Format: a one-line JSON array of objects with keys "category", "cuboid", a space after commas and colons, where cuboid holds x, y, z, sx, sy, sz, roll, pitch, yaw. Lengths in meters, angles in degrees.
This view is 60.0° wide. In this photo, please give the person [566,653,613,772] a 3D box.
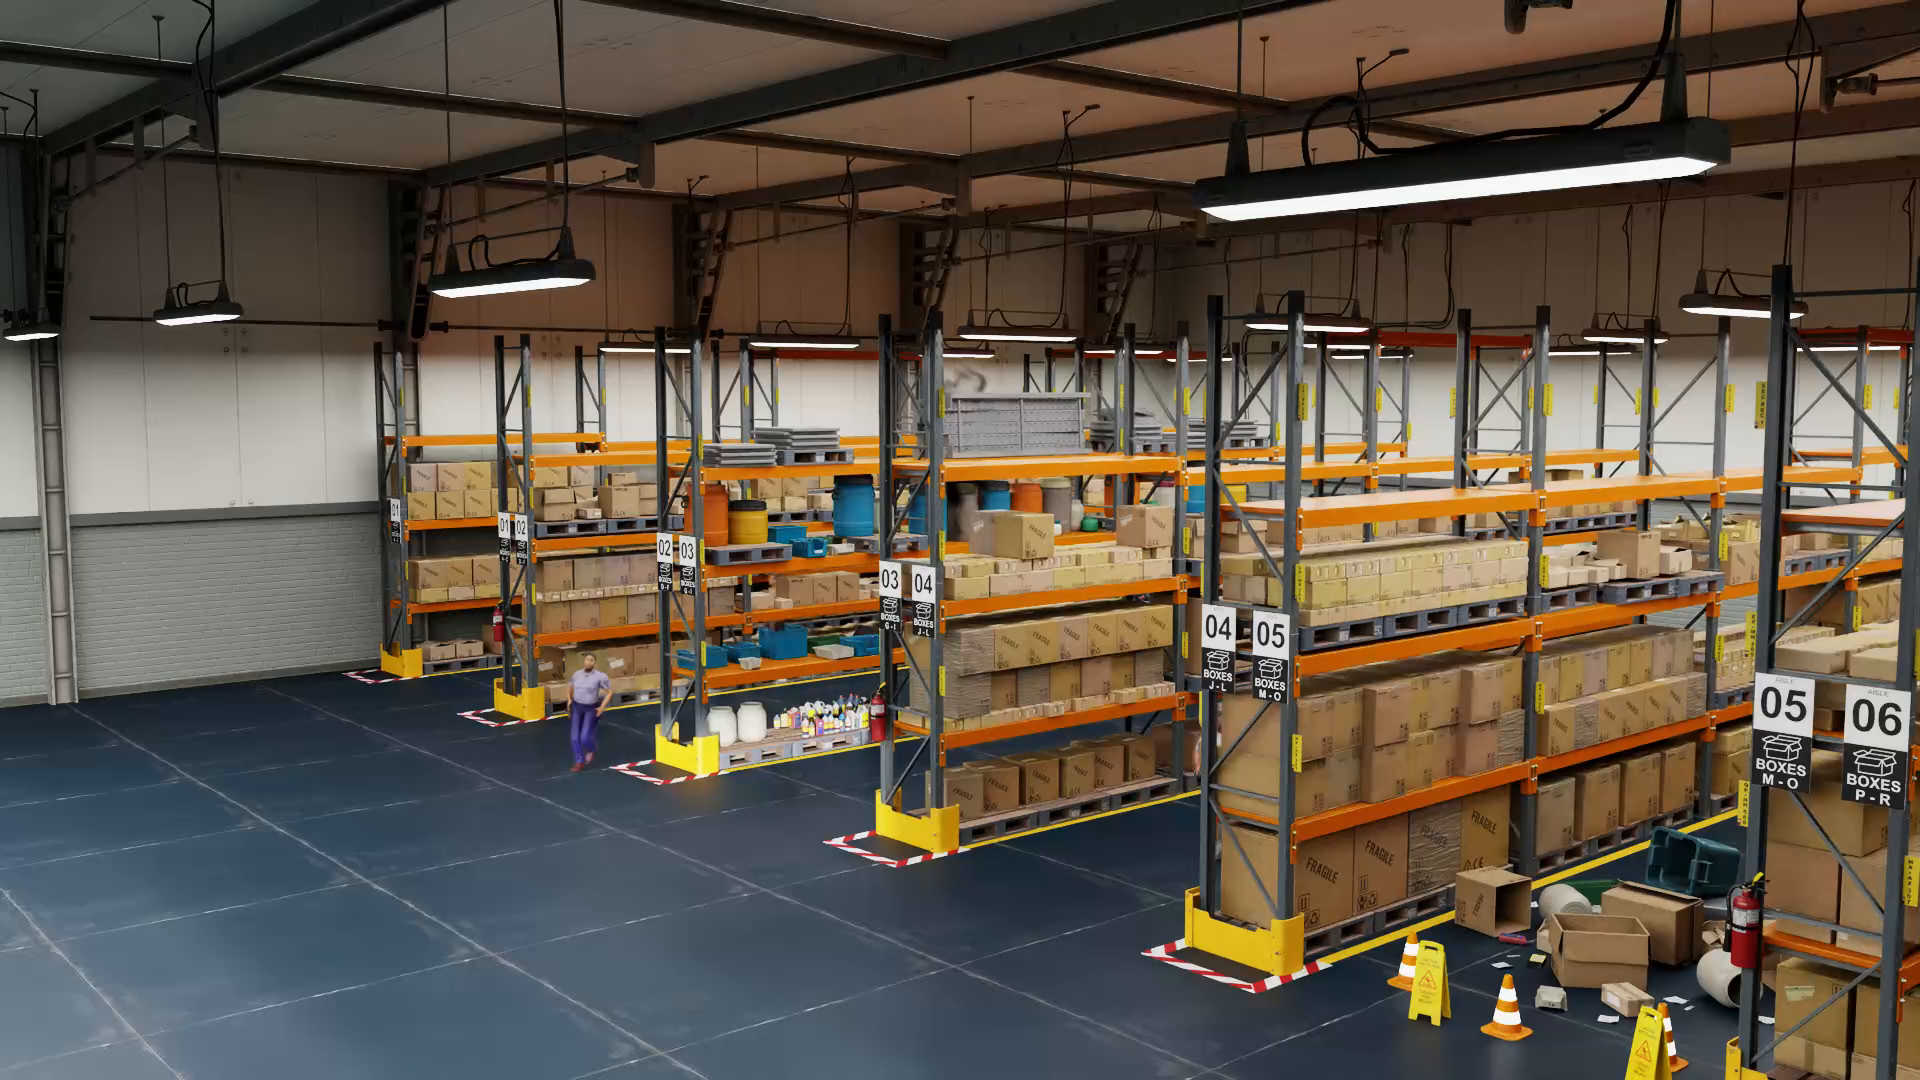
[{"category": "person", "cuboid": [-5.043, 2.328, 22.511, 0.648, 1.609, 0.491, 1, 5, 10]}]

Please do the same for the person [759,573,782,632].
[{"category": "person", "cuboid": [-3.589, 1.452, 31.881, 0.581, 1.630, 0.540, 5, 7, 42]}]

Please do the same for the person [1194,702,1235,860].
[{"category": "person", "cuboid": [2.863, 2.639, 18.242, 0.705, 1.752, 0.612, 4, 6, 35]}]
